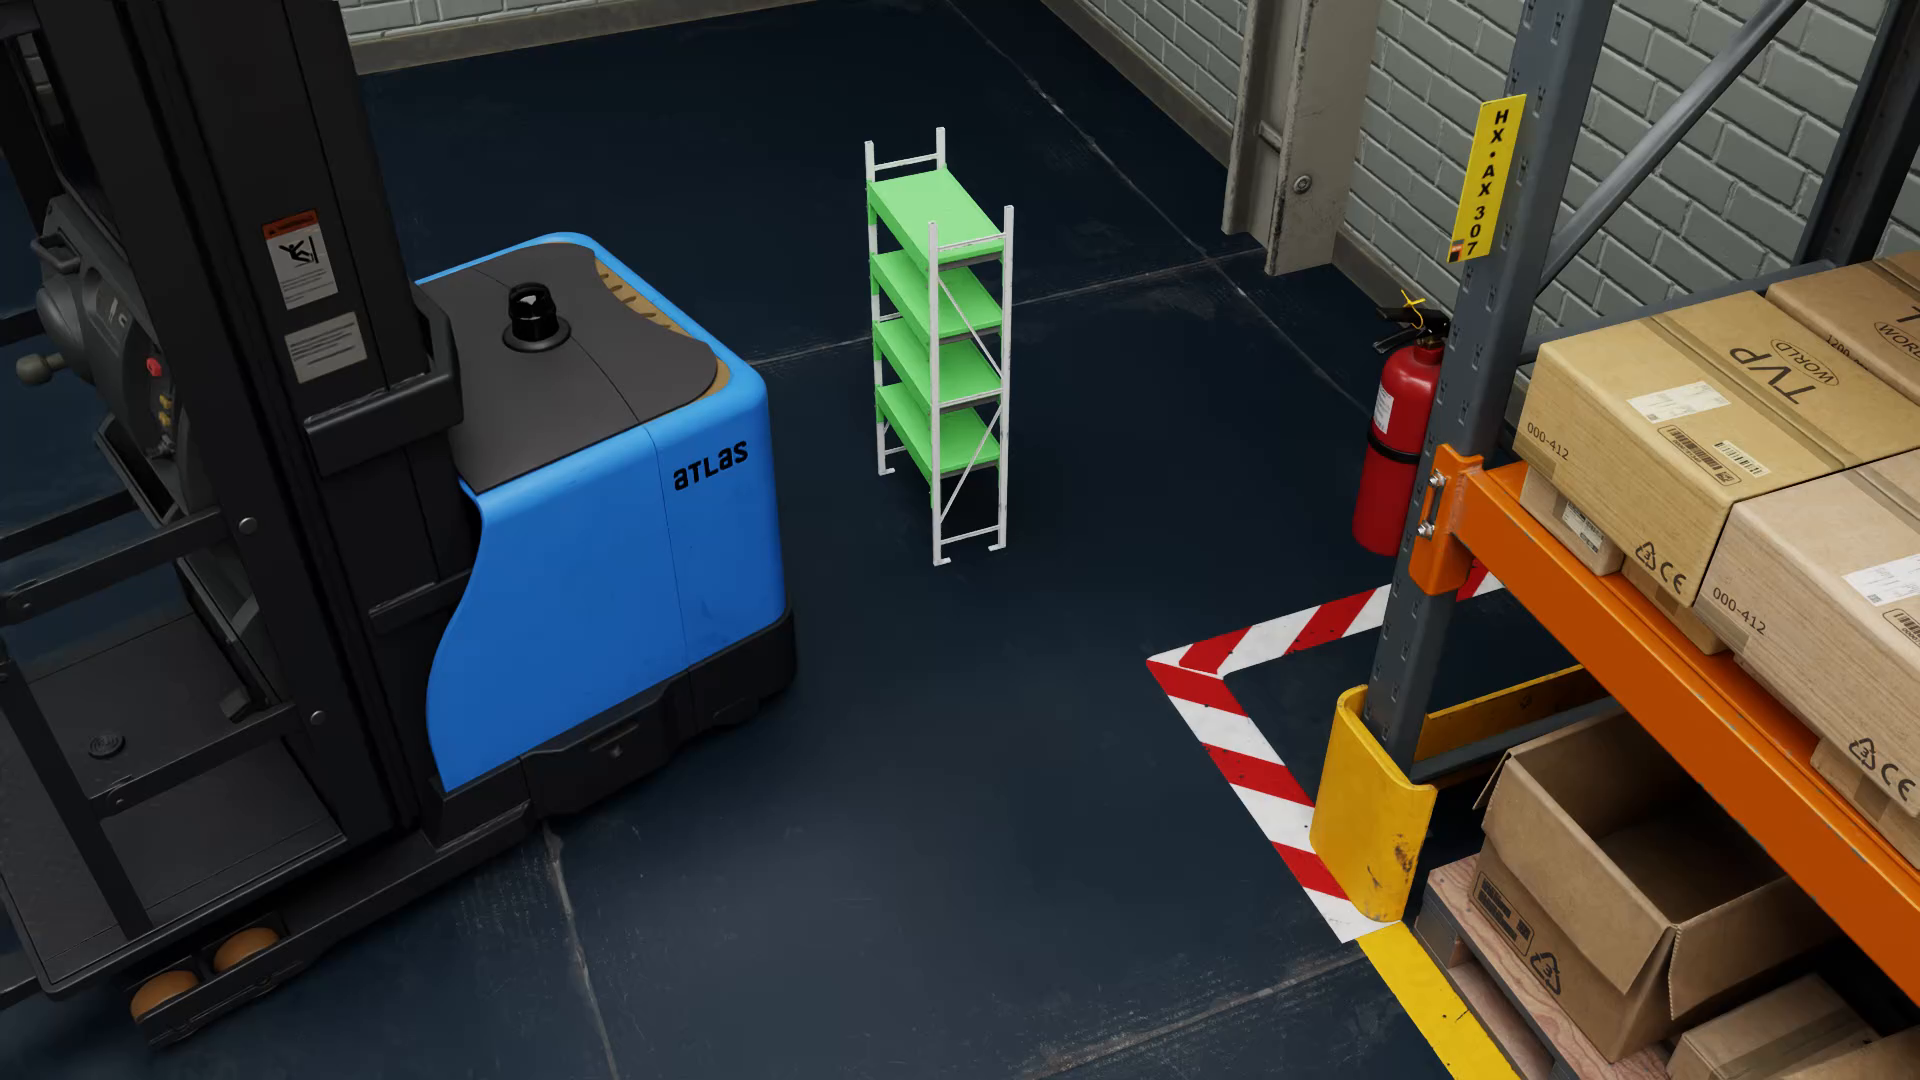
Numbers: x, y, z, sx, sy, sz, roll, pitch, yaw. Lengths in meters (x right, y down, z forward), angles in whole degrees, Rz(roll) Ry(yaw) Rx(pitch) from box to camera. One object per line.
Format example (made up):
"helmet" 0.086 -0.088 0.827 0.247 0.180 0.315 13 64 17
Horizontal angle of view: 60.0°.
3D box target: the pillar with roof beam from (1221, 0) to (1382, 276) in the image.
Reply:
"pillar with roof beam" -2.708 -3.515 2.436 9.100 9.000 0.400 -15 43 -17

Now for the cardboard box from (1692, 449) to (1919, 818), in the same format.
"cardboard box" 1.586 0.123 2.694 0.500 0.250 0.500 -15 43 -16

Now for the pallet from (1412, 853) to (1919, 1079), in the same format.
"pallet" 1.803 1.117 3.789 1.003 0.211 1.213 -15 43 -17

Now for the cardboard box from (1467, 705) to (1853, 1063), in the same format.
"cardboard box" 1.615 0.714 3.712 0.797 0.503 0.637 -17 43 -19

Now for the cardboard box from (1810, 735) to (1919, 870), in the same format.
"cardboard box" 1.653 0.355 2.729 0.380 0.149 0.250 -14 43 -16

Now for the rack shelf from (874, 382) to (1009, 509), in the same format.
"rack shelf" -0.063 -0.324 5.173 0.258 0.148 0.480 -15 43 -17

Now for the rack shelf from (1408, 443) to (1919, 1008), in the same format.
"rack shelf" 2.234 1.012 2.324 1.077 0.370 4.000 -15 43 -17

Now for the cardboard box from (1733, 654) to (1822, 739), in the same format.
"cardboard box" 1.613 0.187 2.924 0.380 0.149 0.250 -16 43 -17

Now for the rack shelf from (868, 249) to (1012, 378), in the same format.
"rack shelf" -0.063 -0.688 4.860 0.258 0.148 0.480 -15 43 -17

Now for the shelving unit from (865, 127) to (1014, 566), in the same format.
"shelving unit" -0.063 -0.555 4.975 0.258 1.200 0.503 -15 43 -17

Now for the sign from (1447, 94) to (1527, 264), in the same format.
"sign" 0.967 -0.658 3.051 0.100 0.325 0.005 -15 43 -17

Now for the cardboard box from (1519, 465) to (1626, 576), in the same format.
"cardboard box" 1.341 -0.104 3.263 0.380 0.149 0.250 -15 43 -17

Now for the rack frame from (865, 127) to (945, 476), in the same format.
"rack frame" -0.157 -0.702 5.146 0.240 1.200 0.015 -15 43 -17

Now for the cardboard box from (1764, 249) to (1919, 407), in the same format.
"cardboard box" 1.889 -0.311 3.198 0.500 0.250 0.500 -14 43 -16

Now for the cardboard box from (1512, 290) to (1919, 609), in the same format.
"cardboard box" 1.393 -0.181 3.047 0.500 0.250 0.500 -15 43 -17

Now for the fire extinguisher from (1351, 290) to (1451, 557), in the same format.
"fire extinguisher" 0.985 -0.268 3.607 0.296 0.674 0.183 -15 43 -17

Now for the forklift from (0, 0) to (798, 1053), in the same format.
"forklift" -1.927 -0.332 3.388 3.031 2.935 1.130 -28 48 -28

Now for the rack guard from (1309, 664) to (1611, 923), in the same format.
"rack guard" 1.497 0.528 4.253 1.175 0.500 0.348 -15 43 -17

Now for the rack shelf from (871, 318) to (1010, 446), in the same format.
"rack shelf" -0.063 -0.506 5.016 0.258 0.148 0.480 -15 43 -17

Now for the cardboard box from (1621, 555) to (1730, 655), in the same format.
"cardboard box" 1.481 0.038 3.098 0.380 0.149 0.250 -14 43 -16

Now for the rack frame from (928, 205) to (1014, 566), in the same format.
"rack frame" 0.030 -0.408 4.804 0.240 1.200 0.015 -15 43 -17

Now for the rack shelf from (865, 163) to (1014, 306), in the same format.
"rack shelf" -0.063 -0.870 4.703 0.258 0.148 0.480 -15 43 -17

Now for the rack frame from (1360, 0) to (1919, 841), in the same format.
"rack frame" 1.468 -0.466 3.491 1.000 3.000 0.127 -15 43 -17

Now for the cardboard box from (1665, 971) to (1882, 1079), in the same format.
"cardboard box" 1.741 1.114 3.519 0.380 0.149 0.250 -17 43 -19

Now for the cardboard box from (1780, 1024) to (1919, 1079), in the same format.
"cardboard box" 1.906 1.240 3.103 0.700 0.500 0.500 -13 42 -15
